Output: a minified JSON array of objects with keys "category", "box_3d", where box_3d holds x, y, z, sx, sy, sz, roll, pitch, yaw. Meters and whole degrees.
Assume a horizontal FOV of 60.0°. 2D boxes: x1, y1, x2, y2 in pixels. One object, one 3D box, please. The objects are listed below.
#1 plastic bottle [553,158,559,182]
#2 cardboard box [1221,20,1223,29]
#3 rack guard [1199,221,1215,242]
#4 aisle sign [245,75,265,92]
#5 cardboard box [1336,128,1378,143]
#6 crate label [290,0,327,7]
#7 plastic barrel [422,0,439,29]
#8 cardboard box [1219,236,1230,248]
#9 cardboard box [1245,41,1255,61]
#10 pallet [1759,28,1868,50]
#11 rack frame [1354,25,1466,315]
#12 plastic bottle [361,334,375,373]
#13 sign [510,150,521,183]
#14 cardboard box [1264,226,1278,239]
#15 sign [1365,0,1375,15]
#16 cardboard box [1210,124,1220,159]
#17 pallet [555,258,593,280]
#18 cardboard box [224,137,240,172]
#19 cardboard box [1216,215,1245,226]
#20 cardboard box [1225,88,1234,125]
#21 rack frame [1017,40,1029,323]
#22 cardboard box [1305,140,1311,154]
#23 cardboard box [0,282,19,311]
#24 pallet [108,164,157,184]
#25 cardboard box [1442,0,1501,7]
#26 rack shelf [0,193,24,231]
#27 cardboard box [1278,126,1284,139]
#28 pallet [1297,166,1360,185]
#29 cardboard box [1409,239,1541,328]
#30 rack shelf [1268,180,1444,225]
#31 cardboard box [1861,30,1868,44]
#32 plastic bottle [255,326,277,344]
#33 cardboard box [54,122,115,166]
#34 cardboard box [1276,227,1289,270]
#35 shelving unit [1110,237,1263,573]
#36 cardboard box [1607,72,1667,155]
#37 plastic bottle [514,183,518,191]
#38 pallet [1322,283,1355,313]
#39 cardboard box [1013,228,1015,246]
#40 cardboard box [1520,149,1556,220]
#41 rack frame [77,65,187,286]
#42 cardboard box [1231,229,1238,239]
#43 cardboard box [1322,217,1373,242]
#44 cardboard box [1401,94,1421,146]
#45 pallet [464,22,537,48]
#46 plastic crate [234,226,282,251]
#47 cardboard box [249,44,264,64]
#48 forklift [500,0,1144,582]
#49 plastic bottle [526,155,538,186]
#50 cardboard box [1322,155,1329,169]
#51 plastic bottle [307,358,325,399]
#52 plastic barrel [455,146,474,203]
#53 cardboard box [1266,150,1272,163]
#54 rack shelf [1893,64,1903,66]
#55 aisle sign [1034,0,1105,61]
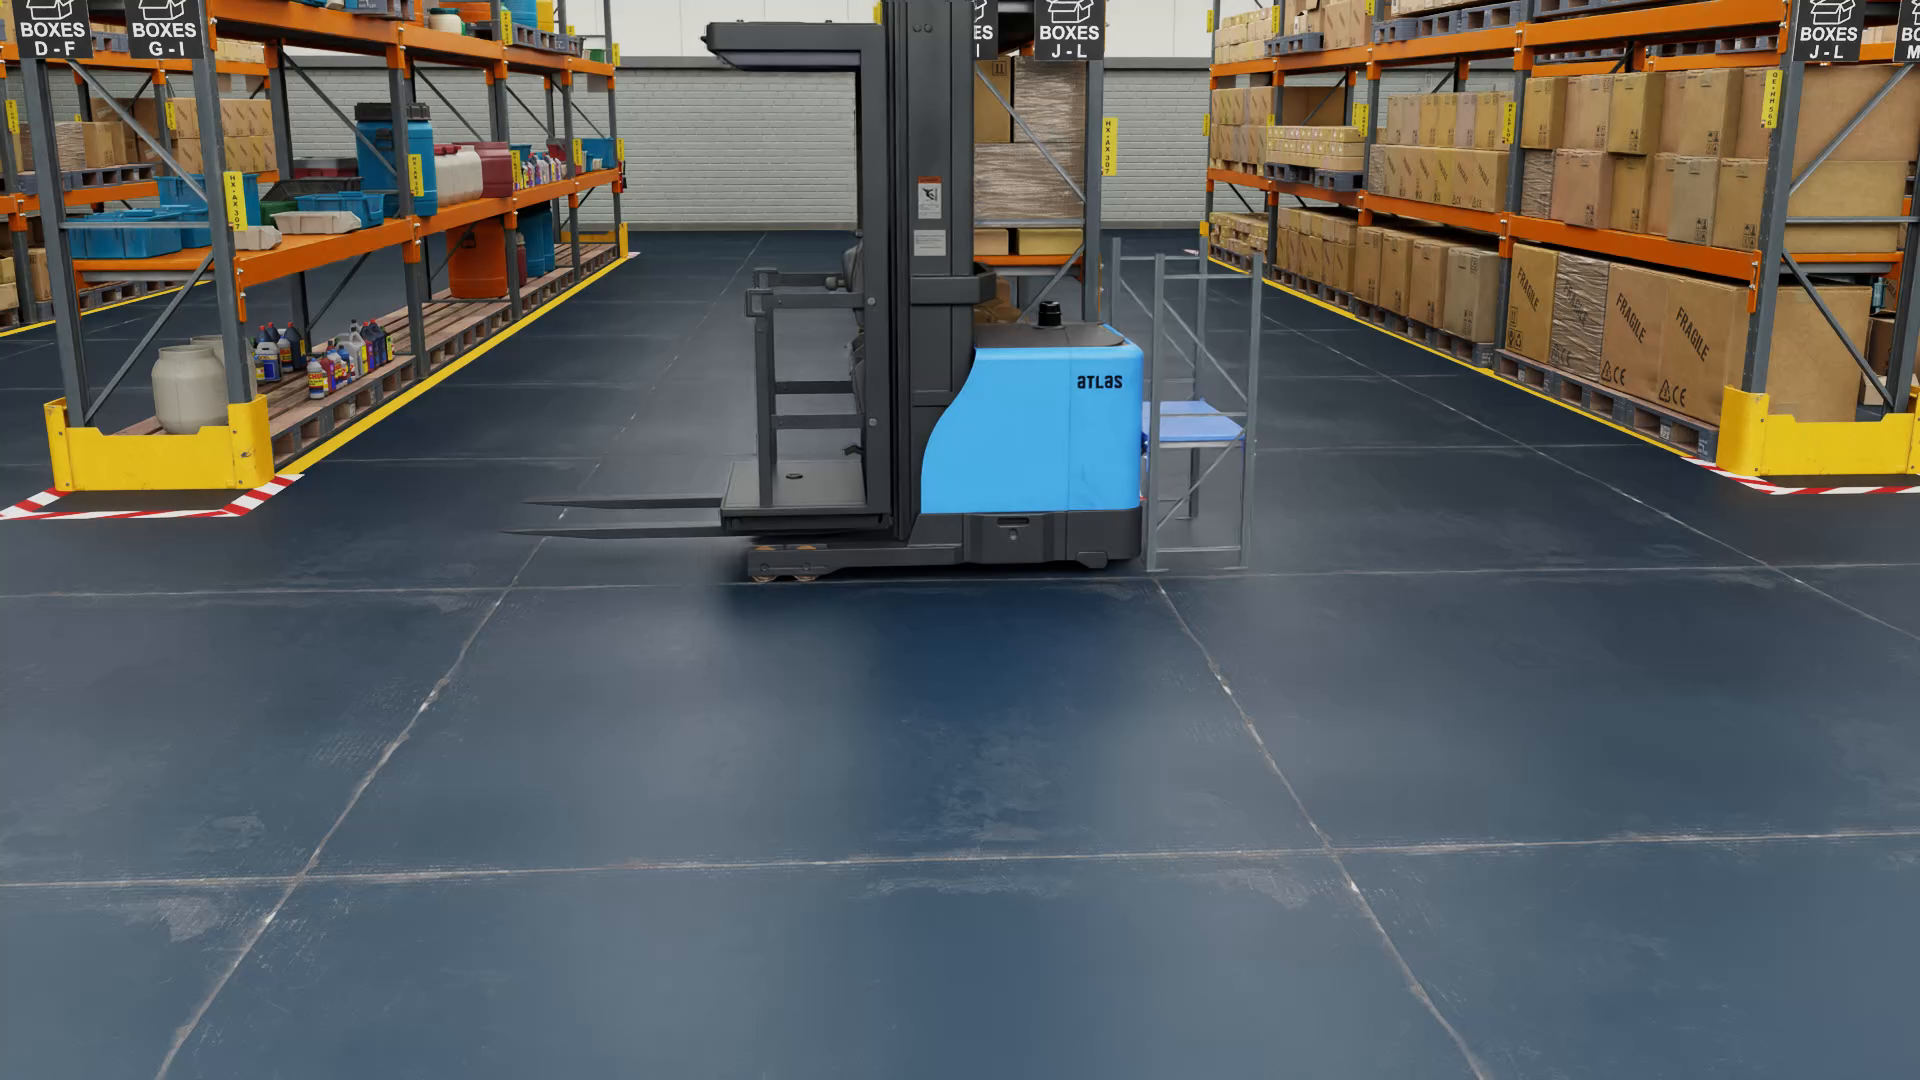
[{"category":"plastic bottle","box_3d":[-4.967,-4.545,20.405,0.061,0.283,0.133,-1,14,-3]},{"category":"cardboard box","box_3d":[4.071,-7.605,24.543,0.380,0.149,0.250,-1,14,-4]},{"category":"rack guard","box_3d":[4.283,-4.645,25.574,1.175,0.500,0.348,-1,14,-3]},{"category":"aisle sign","box_3d":[-10.264,-6.951,24.306,0.394,0.787,0.004,-1,14,-3]},{"category":"cardboard box","box_3d":[4.286,-4.369,17.955,0.380,0.149,0.250,-1,15,-6]},{"category":"crate label","box_3d":[-4.417,-3.618,10.848,0.502,0.251,0.408,-1,14,-3]},{"category":"plastic barrel","box_3d":[-5.292,-5.244,15.863,0.600,0.901,0.600,0,14,0]},{"category":"cardboard box","box_3d":[4.018,-4.371,24.372,0.380,0.149,0.250,-1,14,-3]},{"category":"cardboard box","box_3d":[4.175,-6.628,22.547,0.500,0.250,0.500,-1,14,-4]},{"category":"pallet","box_3d":[9.615,-5.506,18.267,1.213,0.211,1.003,0,14,-1]},{"category":"rack frame","box_3d":[4.774,-3.884,17.604,1.000,3.000,0.127,-1,14,-3]},{"category":"plastic bottle","box_3d":[-4.487,-1.416,12.578,0.061,0.283,0.133,0,14,0]},{"category":"sign","box_3d":[-4.578,-3.846,17.126,0.100,0.325,0.005,-1,14,-3]},{"category":"cardboard box","box_3d":[4.244,-4.074,22.027,0.380,0.149,0.250,0,14,-2]},{"category":"sign","box_3d":[4.232,-5.580,17.135,0.100,0.325,0.005,-1,14,-3]},{"category":"cardboard box","box_3d":[4.030,-5.951,24.836,0.500,0.500,0.500,0,14,-1]},{"category":"pallet","box_3d":[-5.458,-3.583,22.029,1.003,0.211,1.213,-1,14,-3]},{"category":"cardboard box","box_3d":[-10.174,-5.233,22.646,0.500,0.500,0.500,-1,14,-4]},{"category":"cardboard box","box_3d":[3.997,-4.718,24.528,0.380,0.149,0.250,-1,14,-4]},{"category":"cardboard box","box_3d":[4.089,-6.180,23.721,0.500,0.500,0.500,-1,14,-5]},{"category":"rack frame","box_3d":[0.065,-2.838,13.537,1.000,3.000,0.127,-1,14,-3]},{"category":"cardboard box","box_3d":[4.207,-4.547,19.242,0.380,0.149,0.250,-1,14,-2]},{"category":"cardboard box","box_3d":[-9.794,-2.426,16.609,0.500,0.250,0.500,-1,14,-2]},{"category":"pallet","box_3d":[-10.378,-4.382,19.924,1.003,0.211,1.213,-1,14,-3]},{"category":"cardboard box","box_3d":[4.694,-4.983,14.991,0.500,0.311,0.500,-1,14,-5]},{"category":"rack shelf","box_3d":[-9.946,-2.835,14.969,1.077,0.370,4.000,-1,14,-3]},{"category":"cardboard box","box_3d":[4.128,-5.011,20.449,0.380,0.149,0.250,-1,14,-3]},{"category":"pallet","box_3d":[4.610,-4.283,19.538,1.003,0.211,1.213,-1,14,-3]},{"category":"cardboard box","box_3d":[4.838,-2.396,15.493,1.050,0.750,0.750,-1,14,-3]},{"category":"rack shelf","box_3d":[4.650,-4.033,19.626,1.077,0.370,4.000,-1,14,-3]},{"category":"cardboard box","box_3d":[9.558,-5.236,17.341,0.380,0.149,0.250,-1,14,-3]},{"category":"plastic bottle","box_3d":[-5.231,-1.438,12.528,0.144,0.351,0.185,-1,15,-6]},{"category":"cardboard box","box_3d":[-10.406,-4.636,19.482,0.700,0.500,0.500,1,14,5]},{"category":"cardboard box","box_3d":[4.307,-3.684,20.999,0.500,0.500,0.500,0,14,-1]},{"category":"shelving unit","box_3d":[1.083,-0.707,8.265,0.538,1.500,1.048,-1,15,-6]},{"category":"cardboard box","box_3d":[5.097,-2.990,11.659,0.875,0.550,0.500,-1,14,-3]},{"category":"plastic bottle","box_3d":[-4.805,-3.895,17.879,0.061,0.283,0.133,-1,14,-3]},{"category":"pallet","box_3d":[4.727,-2.728,18.707,1.003,0.211,1.213,-1,14,-3]},{"category":"cardboard box","box_3d":[0.536,-1.921,10.477,0.380,0.149,0.250,-1,14,-3]},{"category":"cardboard box","box_3d":[5.057,-2.871,13.363,0.875,0.550,0.550,-1,14,-3]},{"category":"rack frame","box_3d":[-10.318,-4.676,20.679,1.000,3.000,0.127,-1,14,-3]},{"category":"cardboard box","box_3d":[4.137,-4.448,24.076,0.380,0.149,0.250,-2,15,-6]},{"category":"cardboard box","box_3d":[4.428,-3.532,18.902,0.500,0.250,0.500,-1,14,-3]},{"category":"cardboard box","box_3d":[4.824,-4.179,16.543,0.700,0.500,0.500,-1,14,-4]},{"category":"pallet","box_3d":[-5.076,-5.309,17.502,1.003,0.211,1.213,-1,14,-3]},{"category":"plastic crate","box_3d":[-4.365,-1.867,10.291,0.298,0.136,0.250,-1,14,-3]},{"category":"cardboard box","box_3d":[-10.271,-6.927,23.710,0.500,0.250,0.500,-1,14,-3]},{"category":"forklift","box_3d":[-0.676,-1.359,7.927,3.031,2.935,1.130,-1,14,-5]},{"category":"plastic bottle","box_3d":[-4.922,-4.230,19.045,0.144,0.351,0.185,-1,14,-3]},{"category":"cardboard box","box_3d":[4.255,-4.207,18.521,0.380,0.149,0.250,-1,14,-2]},{"category":"plastic bottle","box_3d":[-4.432,-1.114,11.430,0.097,0.271,0.097,0,14,0]},{"category":"plastic barrel","box_3d":[-4.823,-3.453,15.704,0.421,0.512,0.421,0,14,0]},{"category":"cardboard box","box_3d":[4.091,-4.856,21.041,0.380,0.149,0.250,-2,15,-6]},{"category":"rack shelf","box_3d":[14.290,-6.660,23.815,1.077,0.370,4.000,-1,14,-3]},{"category":"aisle sign","box_3d":[0.616,-3.092,9.305,0.394,0.787,0.004,-1,14,-3]}]
